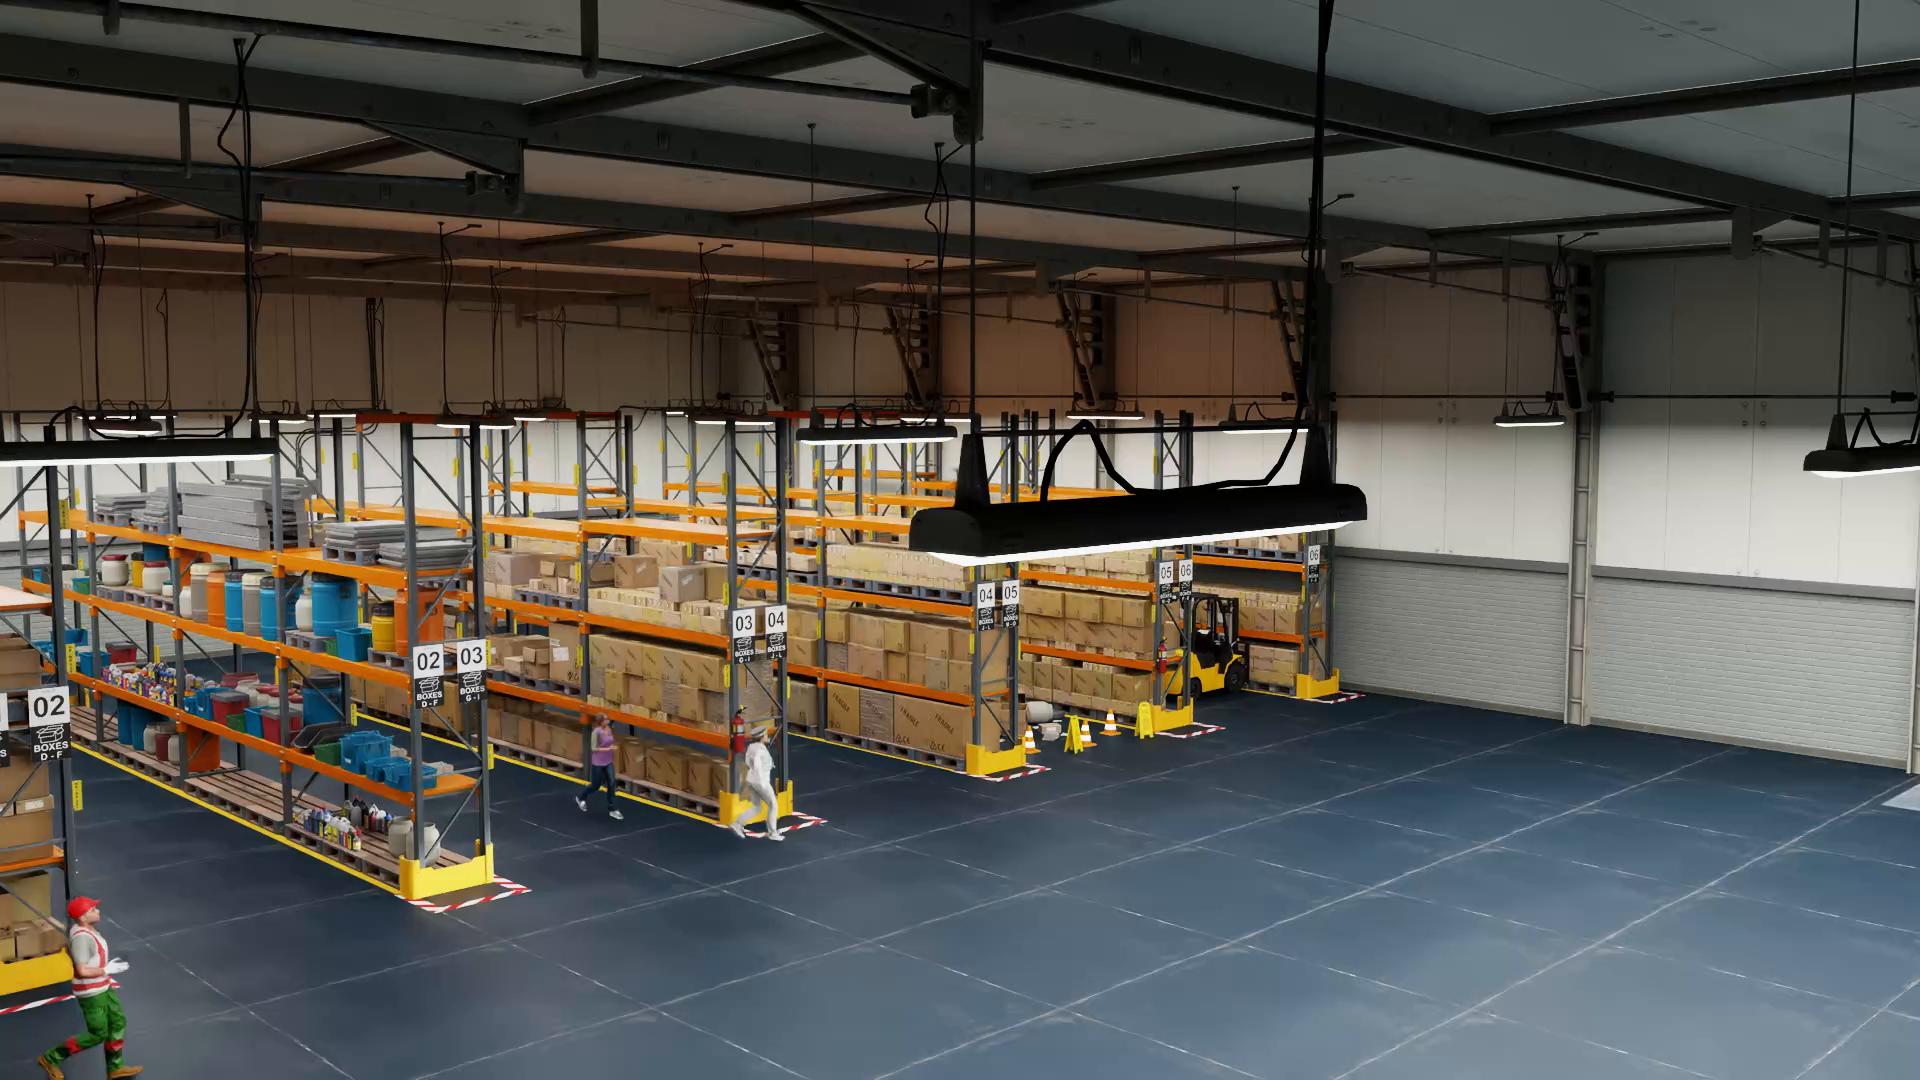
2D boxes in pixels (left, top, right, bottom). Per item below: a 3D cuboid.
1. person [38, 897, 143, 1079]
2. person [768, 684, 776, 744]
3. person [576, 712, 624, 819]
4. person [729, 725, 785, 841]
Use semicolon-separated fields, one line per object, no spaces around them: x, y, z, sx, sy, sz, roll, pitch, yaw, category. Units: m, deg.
-8.001;4.130;15.258;0.846;1.758;0.670;-2;5;-24;person
-3.777;2.904;30.551;1.003;1.625;0.616;5;7;43;person
-5.370;3.352;24.888;0.834;1.586;0.537;3;6;29;person
-2.869;3.462;23.516;0.852;1.698;0.653;-3;6;-33;person
